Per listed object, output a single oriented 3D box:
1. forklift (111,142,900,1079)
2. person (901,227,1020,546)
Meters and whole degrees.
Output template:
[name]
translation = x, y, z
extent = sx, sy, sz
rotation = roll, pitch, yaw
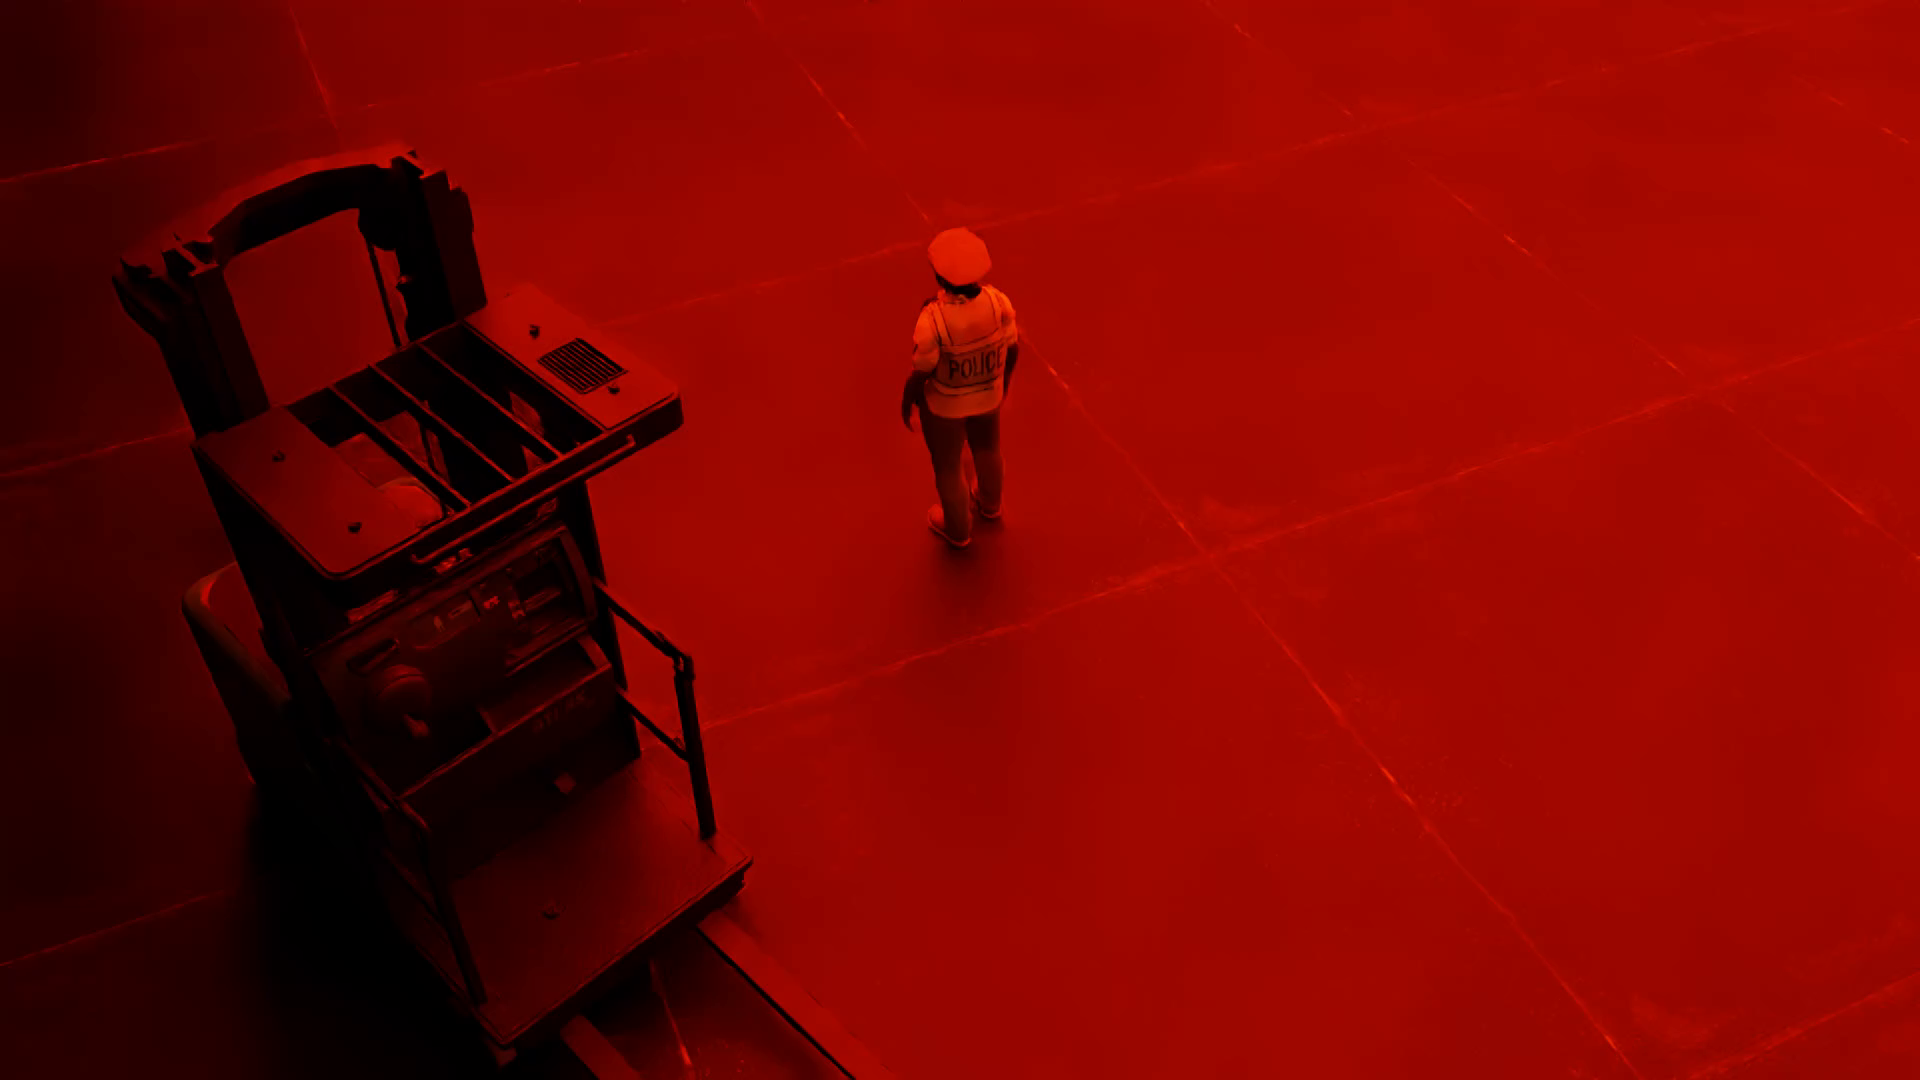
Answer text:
[forklift]
translation = -1.468, 0.377, 5.276
extent = 1.130, 2.935, 3.031
rotation = -34, 53, -31
[person]
translation = -0.014, -0.677, 7.301
extent = 0.570, 1.695, 0.529
rotation = -18, 46, -18
